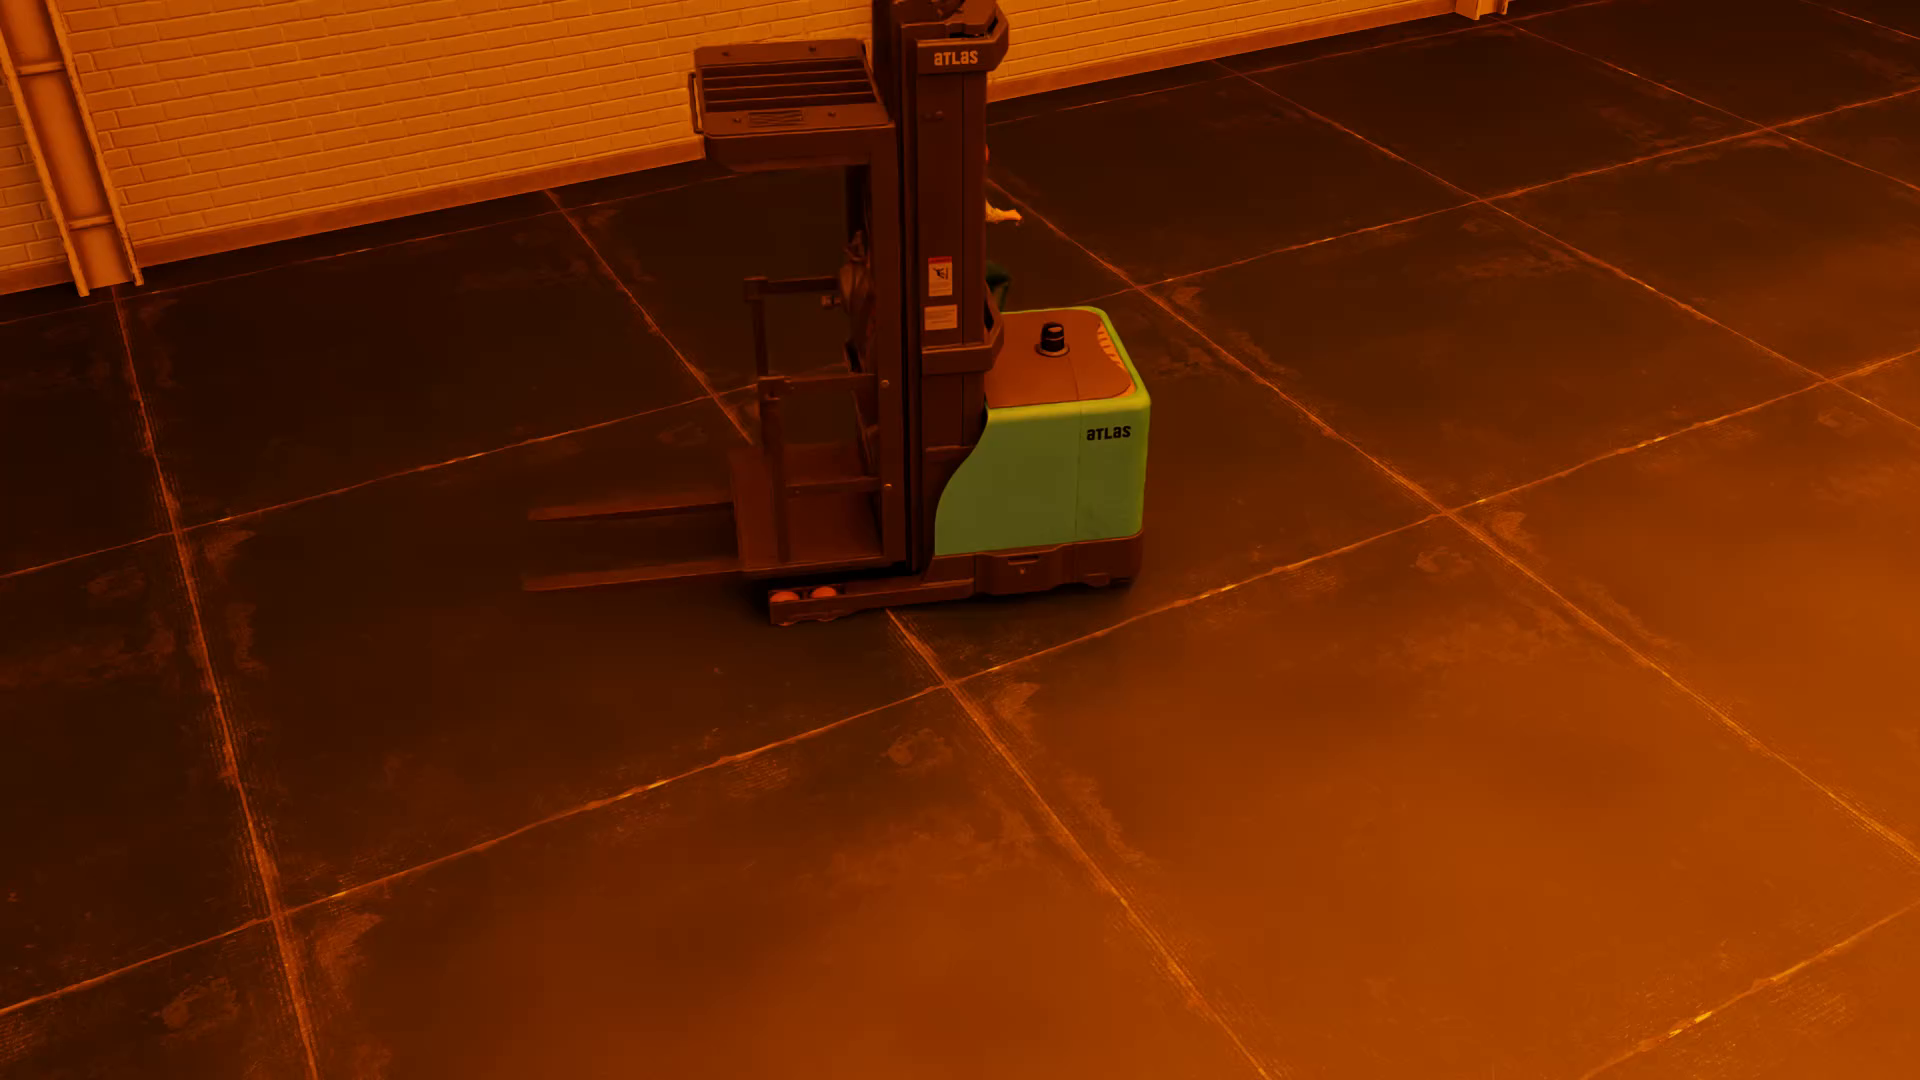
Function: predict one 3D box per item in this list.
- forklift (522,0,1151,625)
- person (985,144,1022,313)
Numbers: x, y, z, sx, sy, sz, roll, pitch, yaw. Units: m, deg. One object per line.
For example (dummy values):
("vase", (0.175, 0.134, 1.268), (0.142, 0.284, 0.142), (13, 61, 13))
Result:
("forklift", (-0.655, -1.112, 7.696), (3.031, 2.935, 1.130), (-6, 36, -8))
("person", (0.113, -1.761, 10.019), (0.811, 1.350, 0.686), (-25, 42, -31))
